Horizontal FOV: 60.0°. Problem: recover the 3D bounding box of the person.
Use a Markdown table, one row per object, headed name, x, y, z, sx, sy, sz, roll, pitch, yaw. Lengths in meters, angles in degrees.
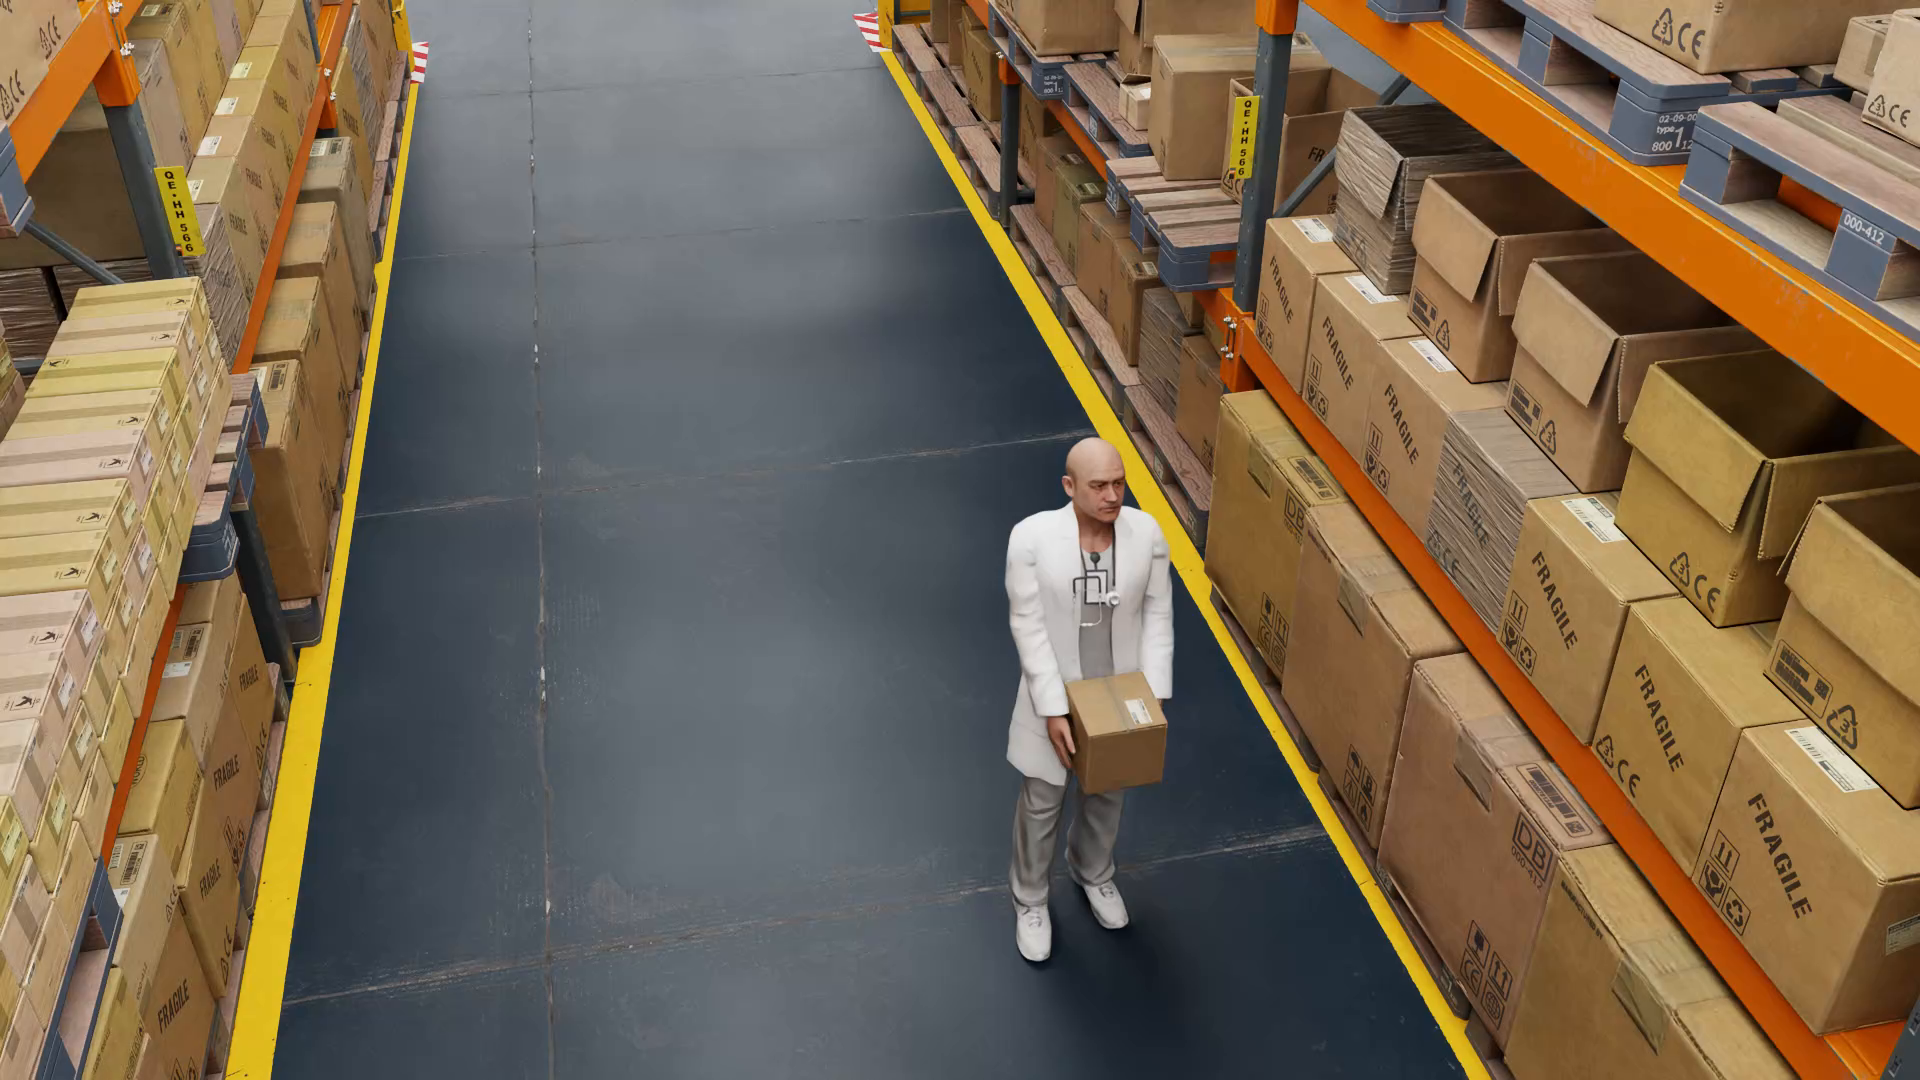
| name | x | y | z | sx | sy | sz | roll | pitch | yaw |
| --- | --- | --- | --- | --- | --- | --- | --- | --- | --- |
| person | 0.426 | 0.534 | 5.356 | 0.557 | 1.781 | 0.523 | -7 | 35 | -11 |
